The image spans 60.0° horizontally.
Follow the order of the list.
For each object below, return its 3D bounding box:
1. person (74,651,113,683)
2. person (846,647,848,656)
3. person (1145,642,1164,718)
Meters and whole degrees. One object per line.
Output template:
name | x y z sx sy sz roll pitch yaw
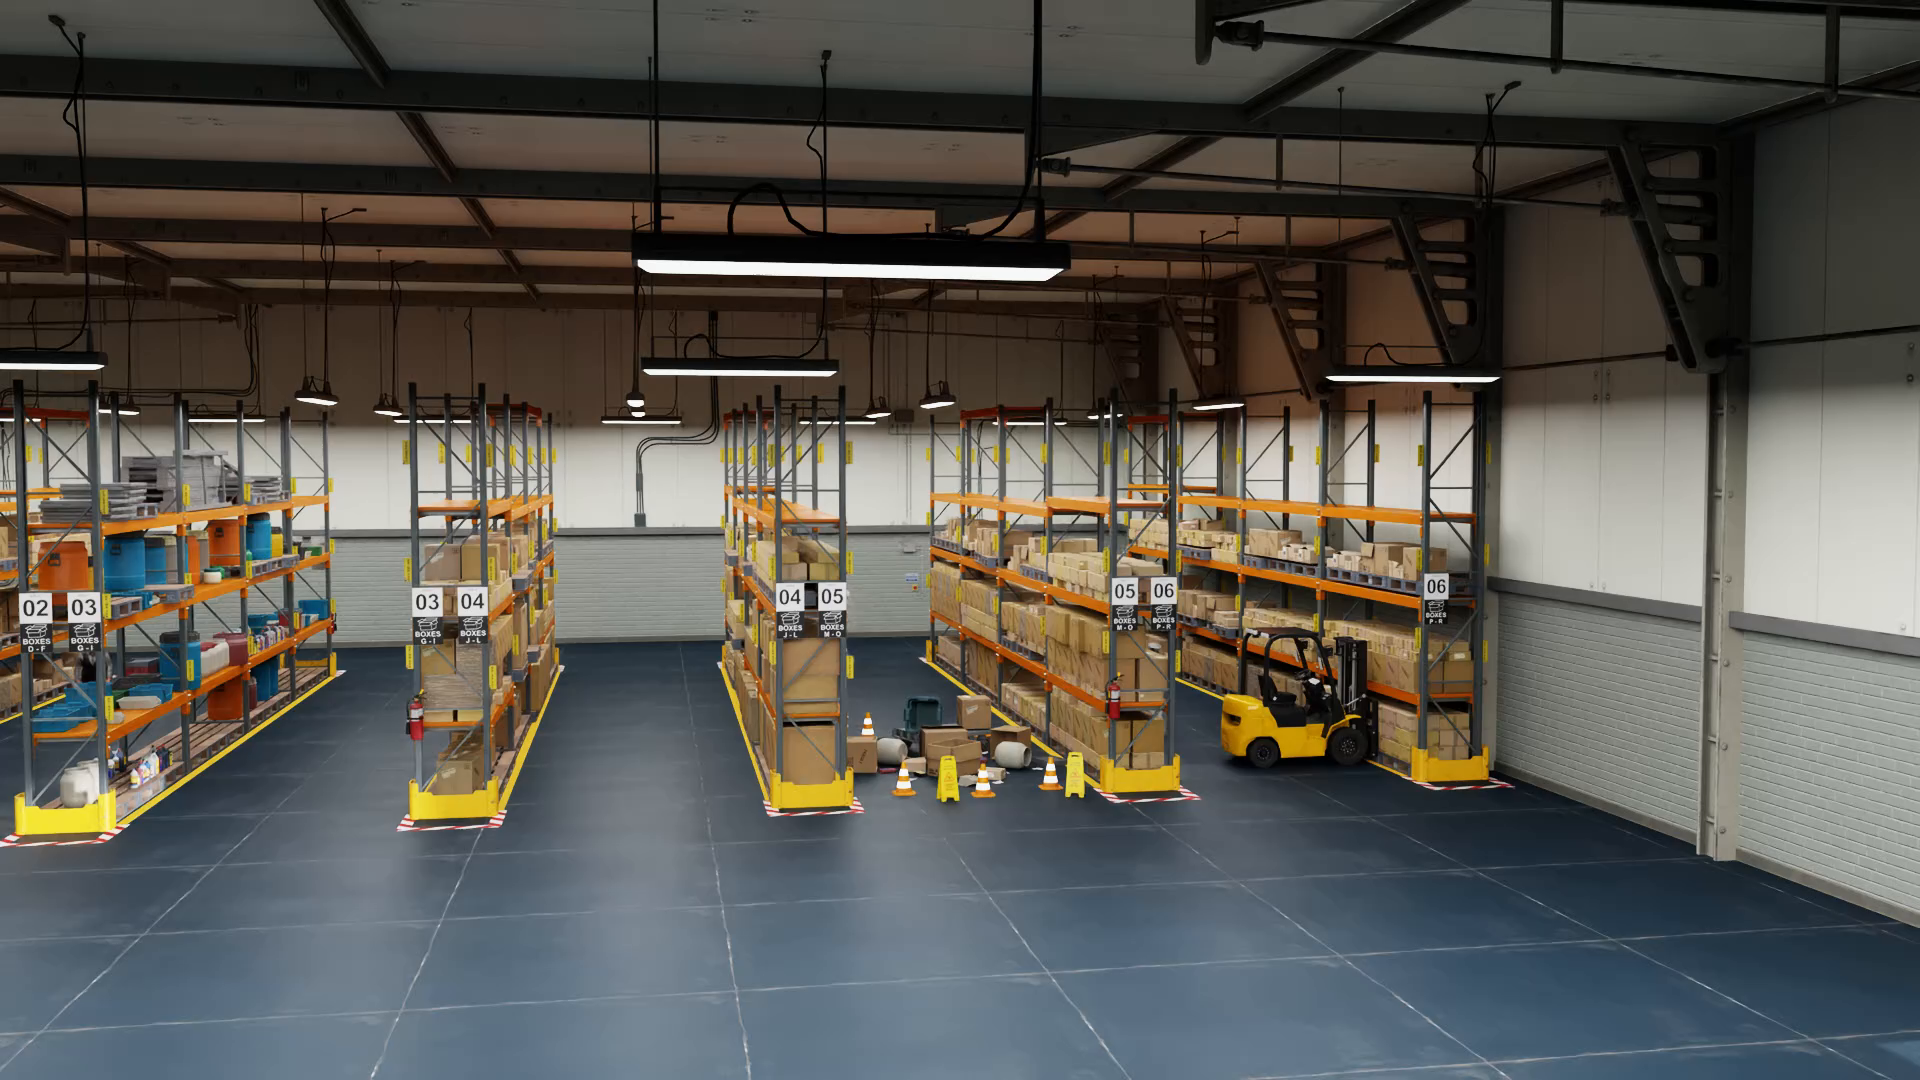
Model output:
person | -15.837 2.619 30.416 0.632 1.706 0.597 -1 3 -23
person | -2.899 2.071 39.970 0.397 1.794 0.595 0 3 3
person | 3.551 2.672 30.482 0.584 1.584 0.705 0 3 -9
